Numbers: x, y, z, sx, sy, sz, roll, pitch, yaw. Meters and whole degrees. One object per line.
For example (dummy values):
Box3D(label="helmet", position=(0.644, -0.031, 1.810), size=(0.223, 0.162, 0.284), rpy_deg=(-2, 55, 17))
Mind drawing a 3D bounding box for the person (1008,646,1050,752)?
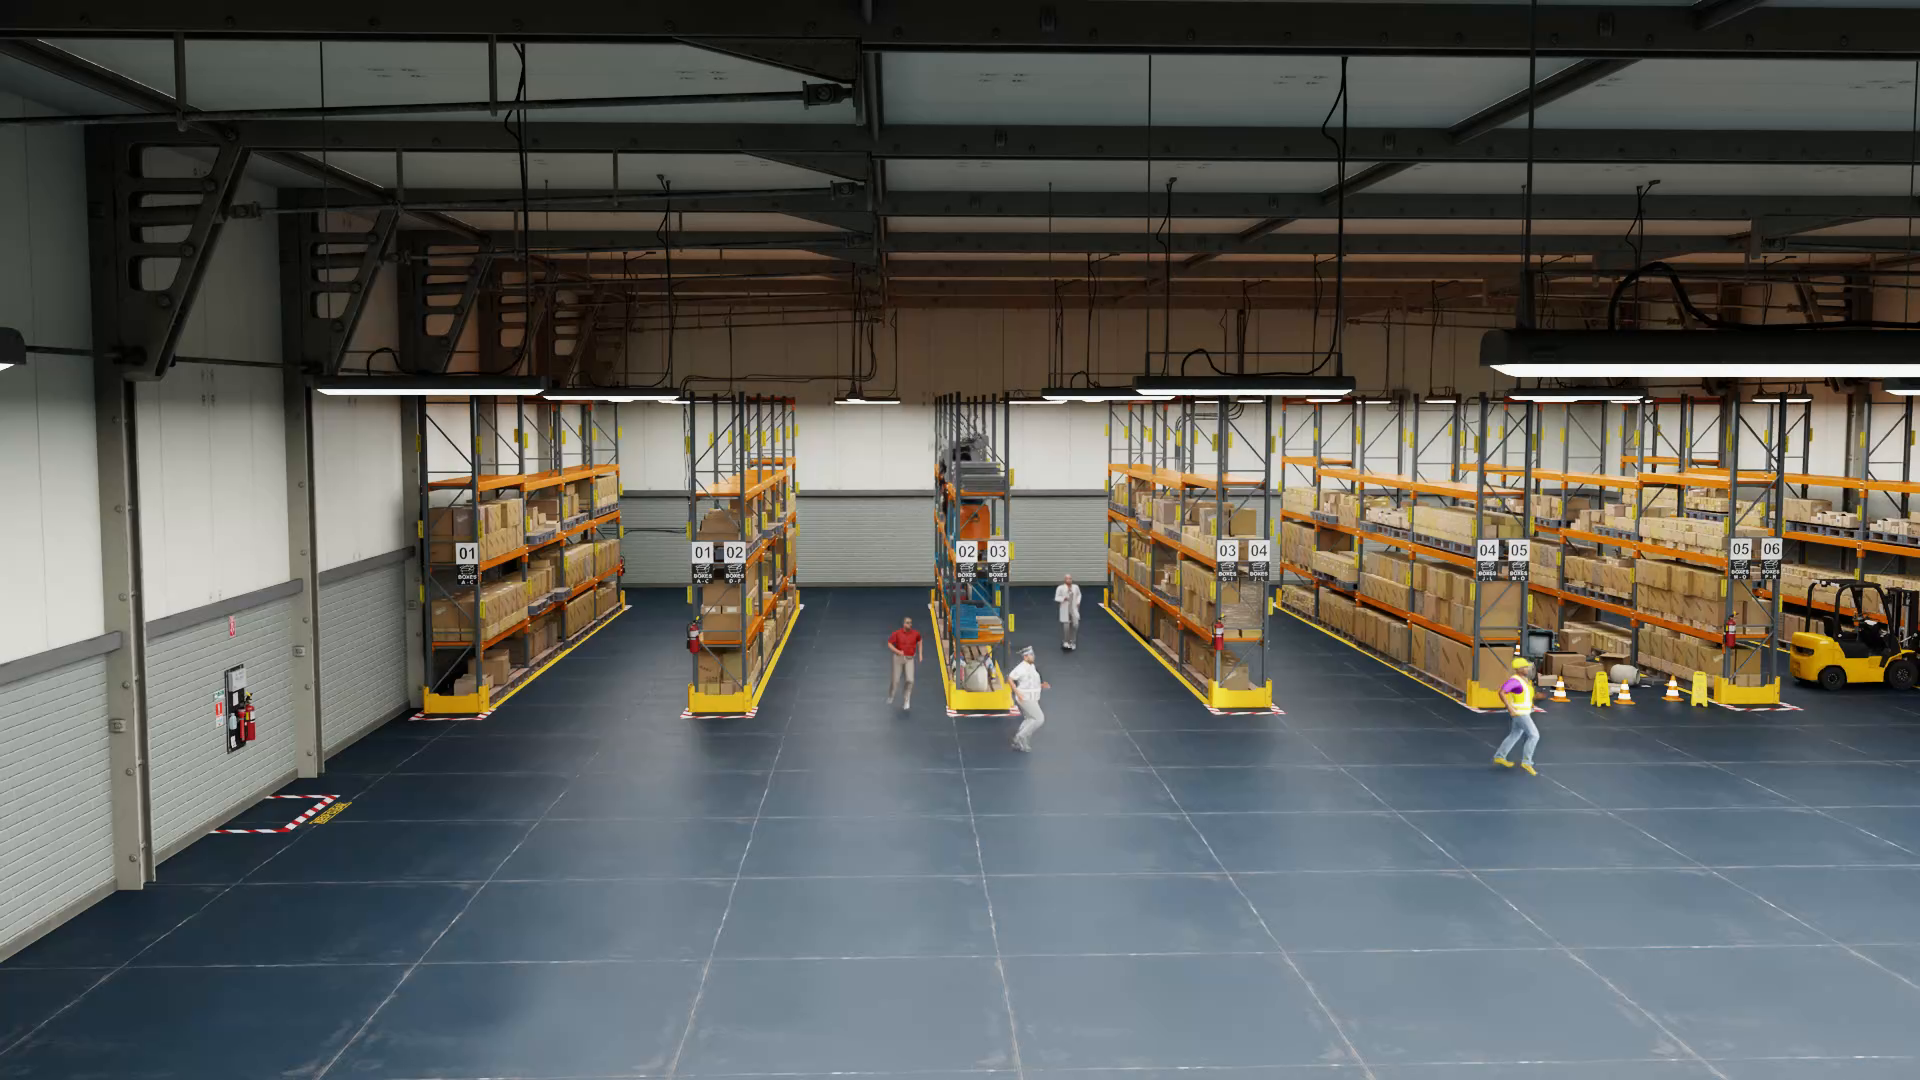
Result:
Box3D(label="person", position=(1.175, 2.630, 27.596), size=(0.659, 1.754, 0.647), rpy_deg=(2, 5, 19))

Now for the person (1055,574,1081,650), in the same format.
Box3D(label="person", position=(2.582, 1.709, 39.209), size=(0.687, 1.805, 0.734), rpy_deg=(-1, 5, -10))

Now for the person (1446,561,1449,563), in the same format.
Box3D(label="person", position=(14.536, 0.919, 49.370), size=(0.846, 1.726, 0.771), rpy_deg=(3, 5, 29))

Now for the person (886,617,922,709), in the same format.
Box3D(label="person", position=(-1.038, 2.356, 31.720), size=(0.715, 1.797, 0.707), rpy_deg=(-1, 5, -14))

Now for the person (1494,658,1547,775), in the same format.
Box3D(label="person", position=(8.773, 2.759, 26.040), size=(0.770, 1.831, 0.672), rpy_deg=(2, 5, 23))
